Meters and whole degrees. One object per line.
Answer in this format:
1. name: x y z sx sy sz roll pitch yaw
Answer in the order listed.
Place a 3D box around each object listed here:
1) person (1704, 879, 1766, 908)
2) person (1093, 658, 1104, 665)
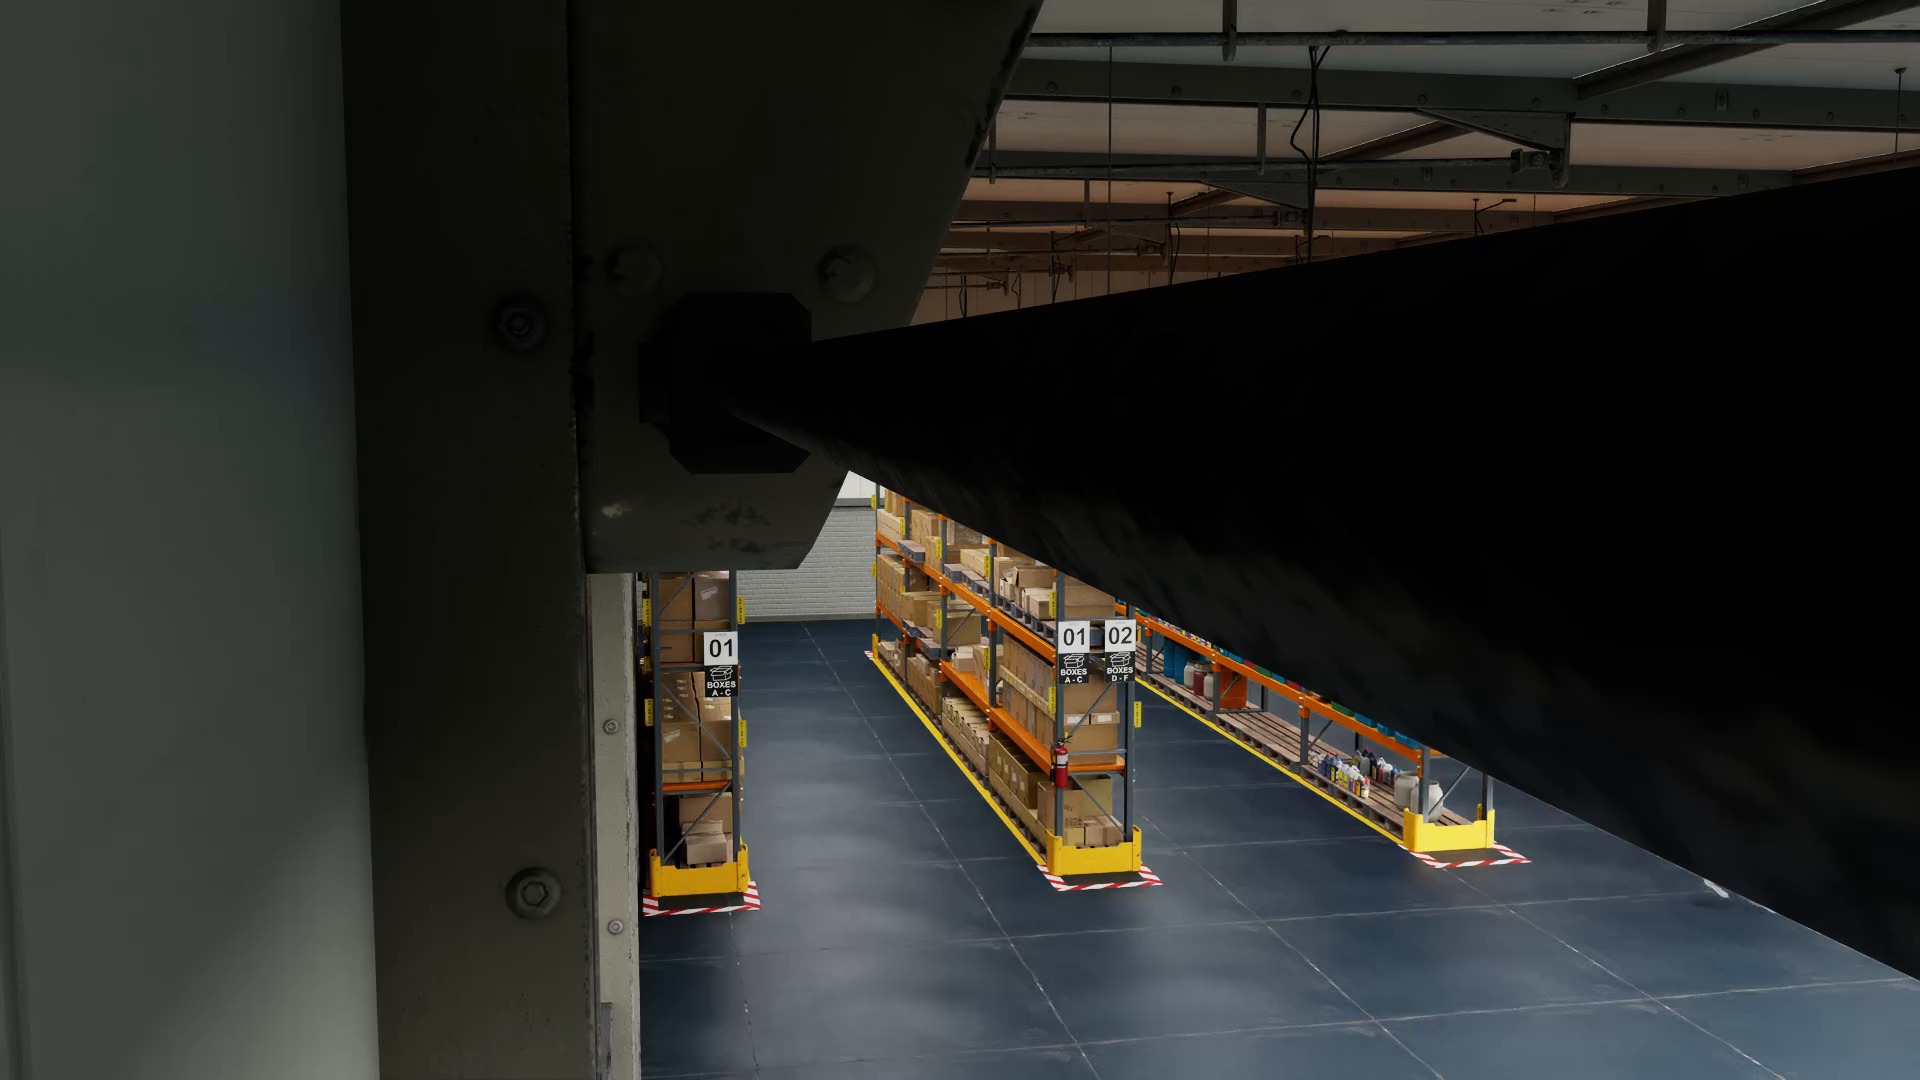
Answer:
1. person: 9.289 3.431 19.565 0.924 1.804 0.662 3 7 27
2. person: 2.426 2.381 30.600 0.586 1.596 0.622 -3 7 -26
